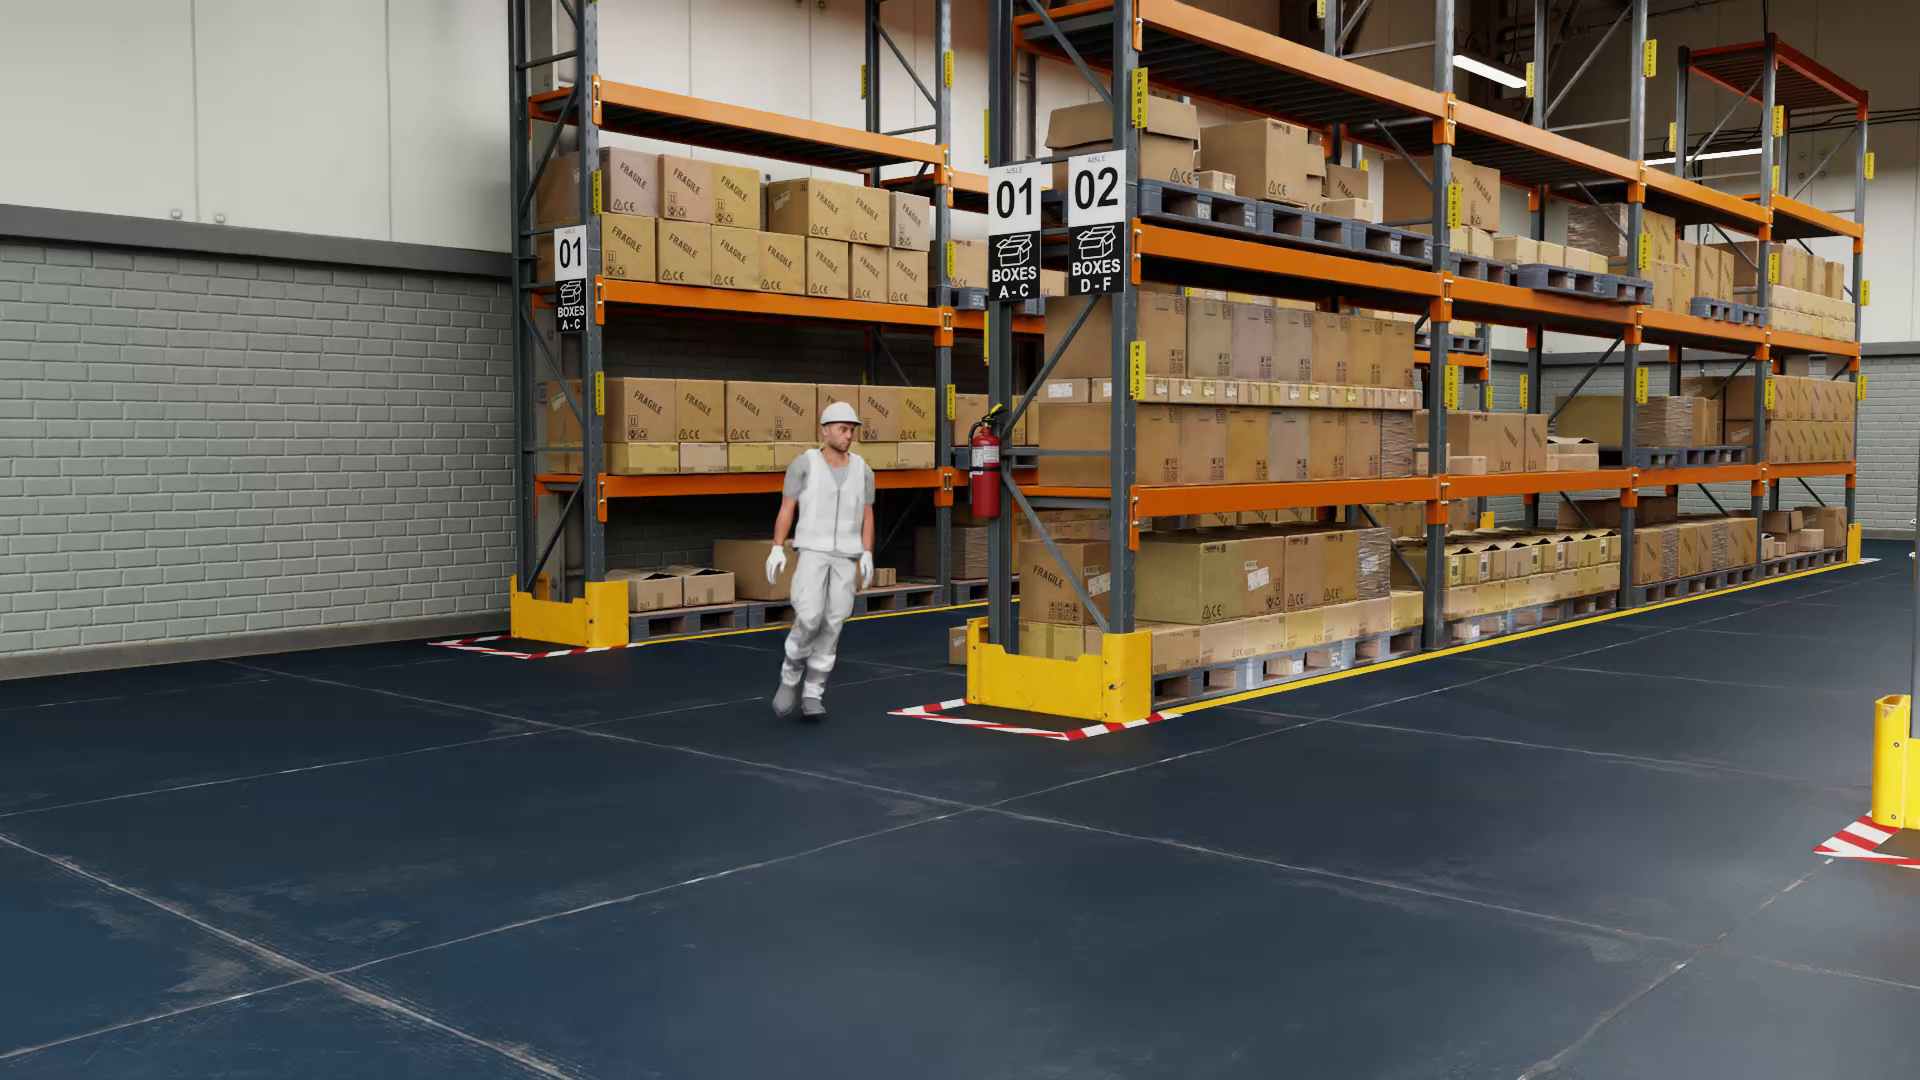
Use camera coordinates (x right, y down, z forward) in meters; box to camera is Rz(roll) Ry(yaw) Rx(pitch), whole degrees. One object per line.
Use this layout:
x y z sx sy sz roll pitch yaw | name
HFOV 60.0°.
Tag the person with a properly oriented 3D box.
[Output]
-0.753 0.108 9.376 0.635 1.775 0.435 -1 4 -20 | person
